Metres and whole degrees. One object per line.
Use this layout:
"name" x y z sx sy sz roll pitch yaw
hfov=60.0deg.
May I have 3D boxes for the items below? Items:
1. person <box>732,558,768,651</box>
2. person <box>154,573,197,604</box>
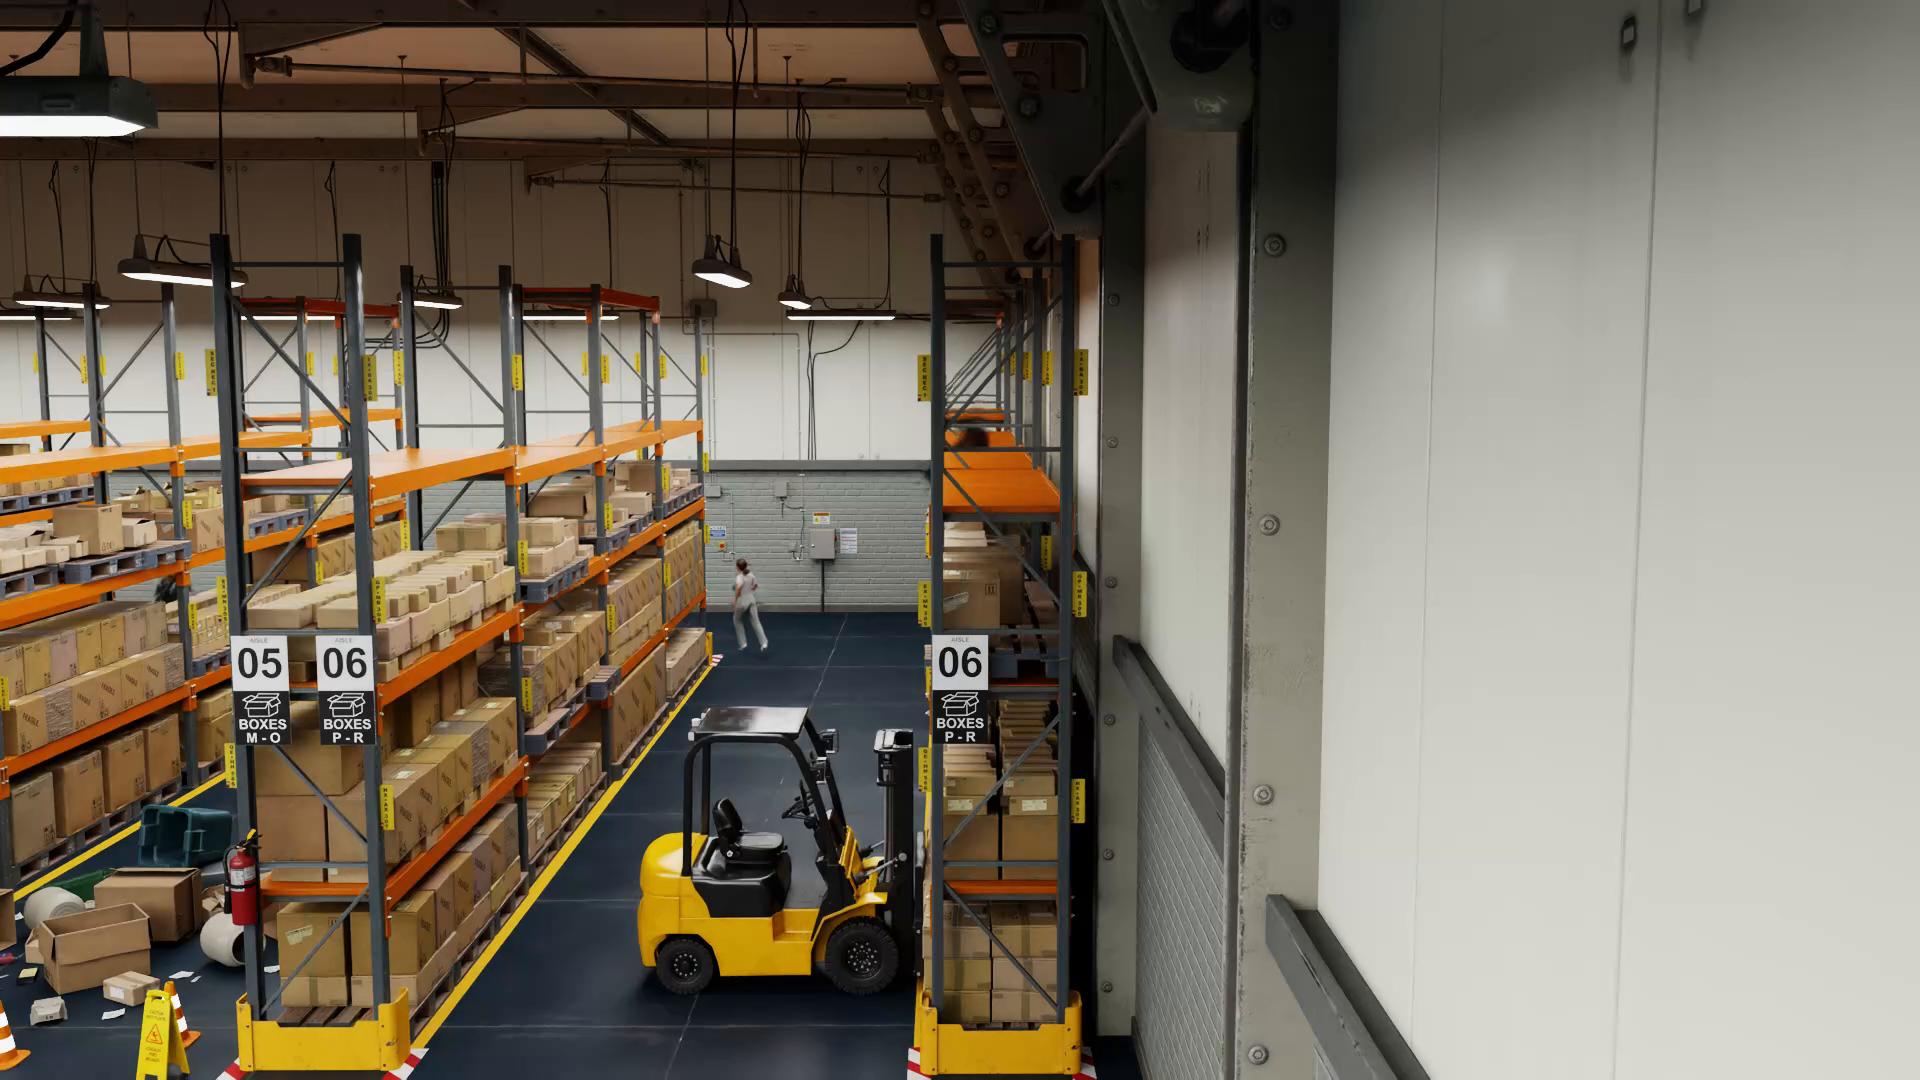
"person" -3.722 1.153 28.824 0.602 1.684 0.869 -6 8 -42
"person" -13.158 1.247 27.913 0.669 1.717 0.840 -2 7 -18
